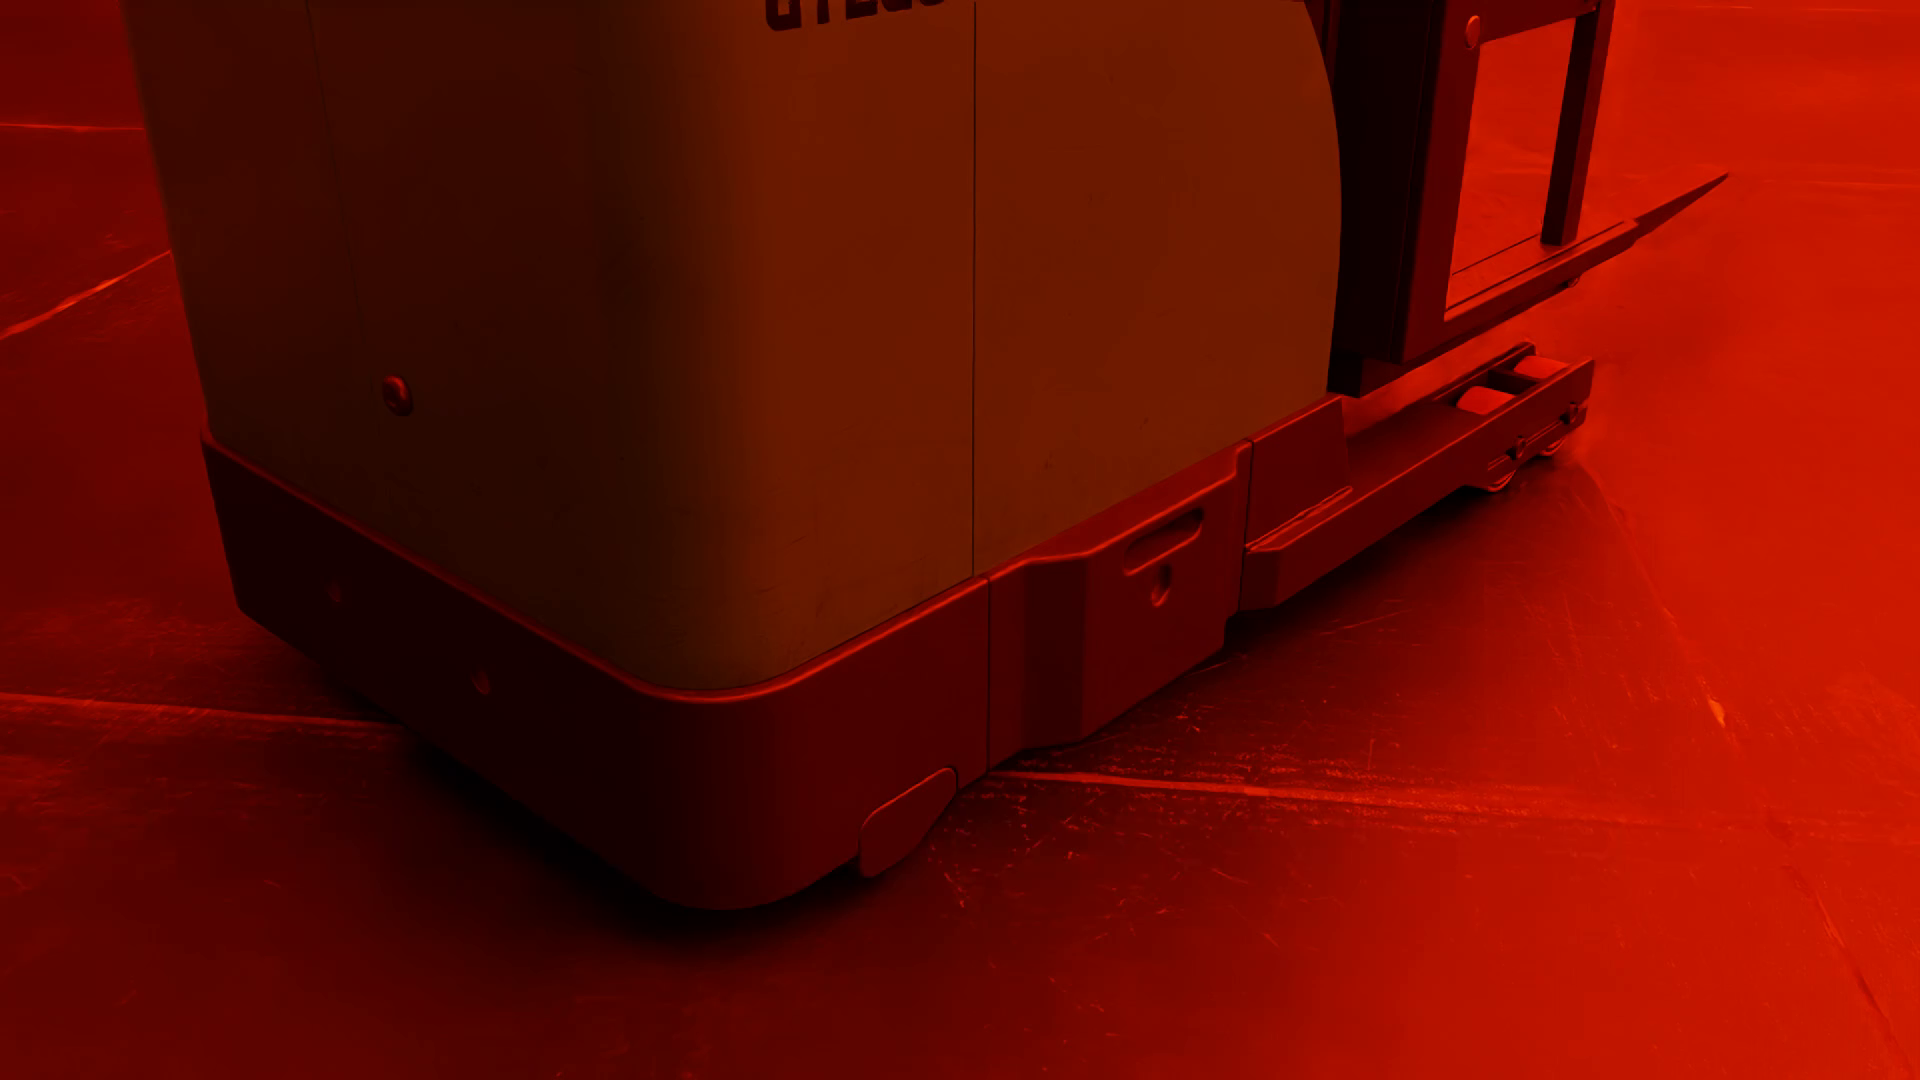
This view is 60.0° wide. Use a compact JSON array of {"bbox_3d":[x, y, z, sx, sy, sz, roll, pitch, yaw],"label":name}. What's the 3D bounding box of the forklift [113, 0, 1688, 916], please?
[{"bbox_3d":[0.387,-1.532,2.288,1.130,2.935,3.031,20,33,35],"label":"forklift"}]
